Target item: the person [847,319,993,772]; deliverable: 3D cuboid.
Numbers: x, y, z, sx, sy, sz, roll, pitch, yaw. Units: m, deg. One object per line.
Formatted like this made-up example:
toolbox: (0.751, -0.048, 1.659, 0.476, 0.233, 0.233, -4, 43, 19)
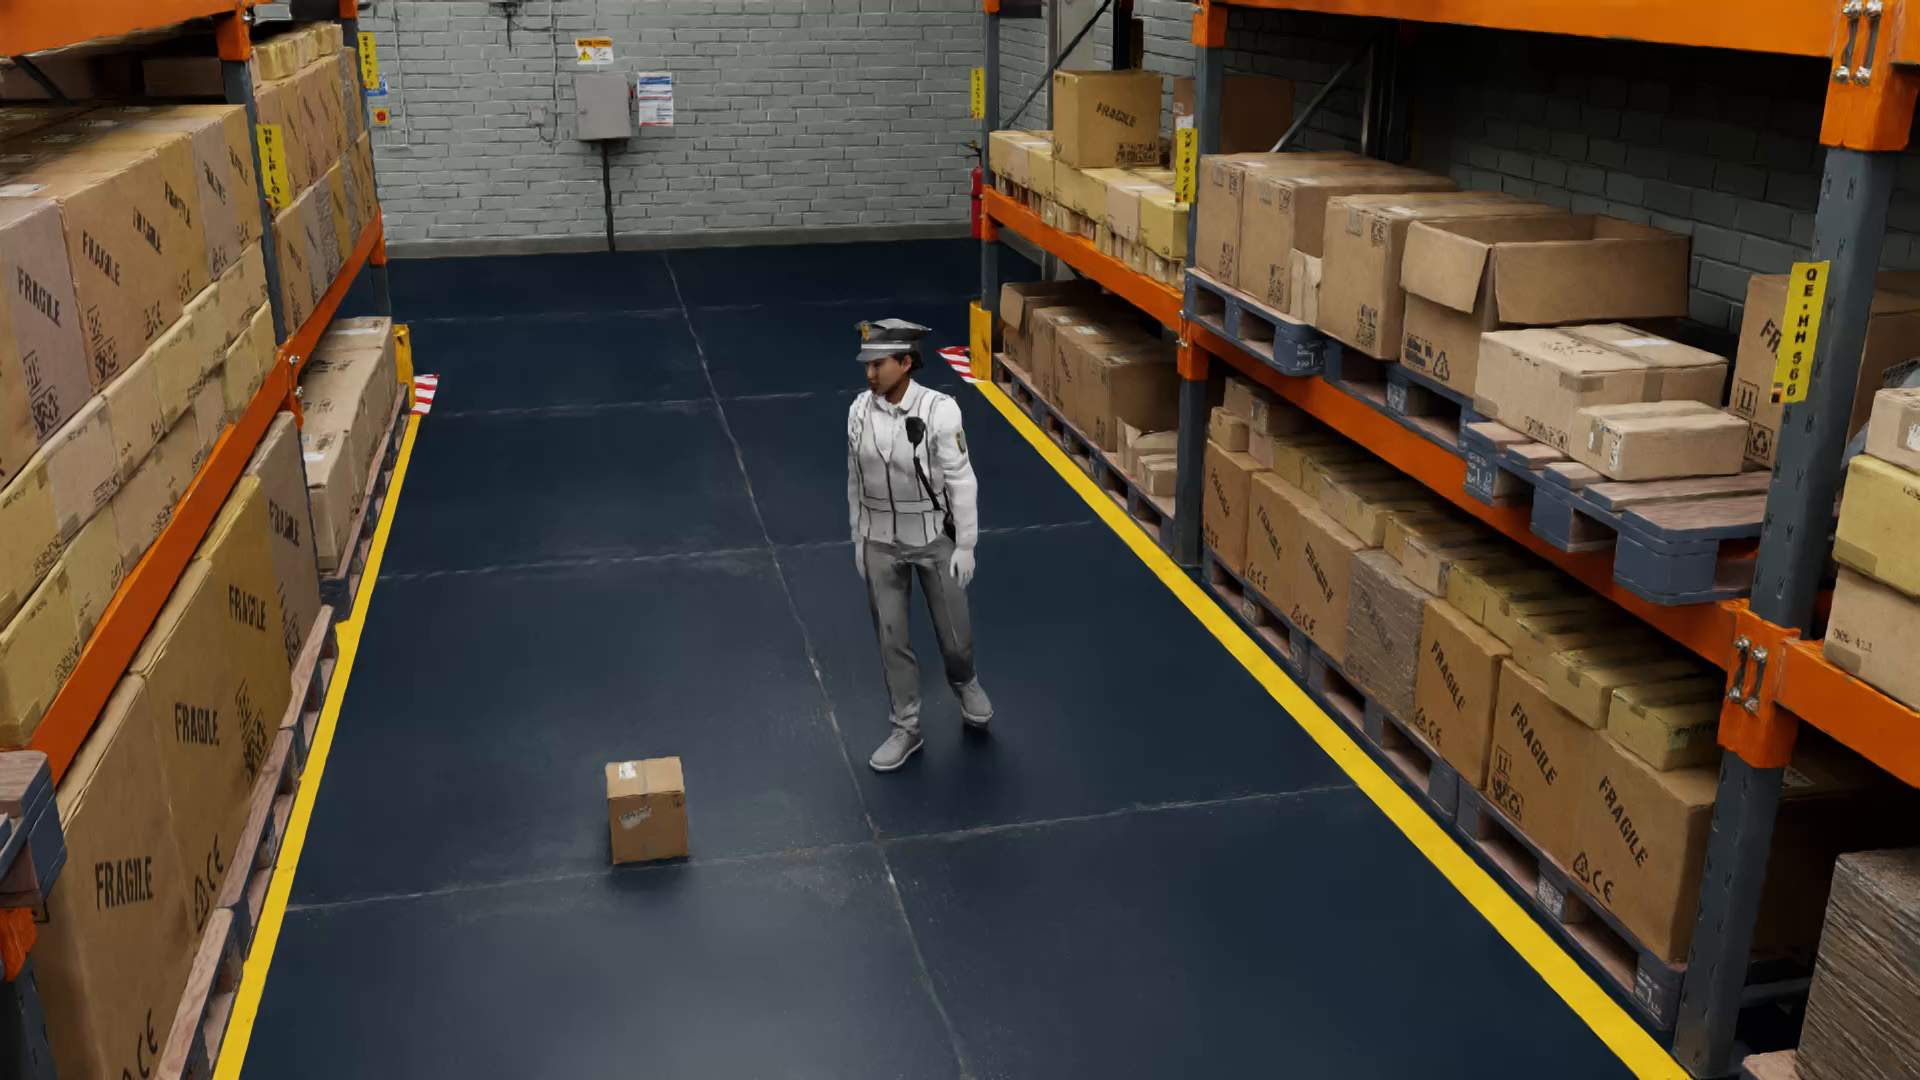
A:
person: (-0.151, -0.011, 6.081, 0.510, 1.670, 0.578, 7, 21, 18)
